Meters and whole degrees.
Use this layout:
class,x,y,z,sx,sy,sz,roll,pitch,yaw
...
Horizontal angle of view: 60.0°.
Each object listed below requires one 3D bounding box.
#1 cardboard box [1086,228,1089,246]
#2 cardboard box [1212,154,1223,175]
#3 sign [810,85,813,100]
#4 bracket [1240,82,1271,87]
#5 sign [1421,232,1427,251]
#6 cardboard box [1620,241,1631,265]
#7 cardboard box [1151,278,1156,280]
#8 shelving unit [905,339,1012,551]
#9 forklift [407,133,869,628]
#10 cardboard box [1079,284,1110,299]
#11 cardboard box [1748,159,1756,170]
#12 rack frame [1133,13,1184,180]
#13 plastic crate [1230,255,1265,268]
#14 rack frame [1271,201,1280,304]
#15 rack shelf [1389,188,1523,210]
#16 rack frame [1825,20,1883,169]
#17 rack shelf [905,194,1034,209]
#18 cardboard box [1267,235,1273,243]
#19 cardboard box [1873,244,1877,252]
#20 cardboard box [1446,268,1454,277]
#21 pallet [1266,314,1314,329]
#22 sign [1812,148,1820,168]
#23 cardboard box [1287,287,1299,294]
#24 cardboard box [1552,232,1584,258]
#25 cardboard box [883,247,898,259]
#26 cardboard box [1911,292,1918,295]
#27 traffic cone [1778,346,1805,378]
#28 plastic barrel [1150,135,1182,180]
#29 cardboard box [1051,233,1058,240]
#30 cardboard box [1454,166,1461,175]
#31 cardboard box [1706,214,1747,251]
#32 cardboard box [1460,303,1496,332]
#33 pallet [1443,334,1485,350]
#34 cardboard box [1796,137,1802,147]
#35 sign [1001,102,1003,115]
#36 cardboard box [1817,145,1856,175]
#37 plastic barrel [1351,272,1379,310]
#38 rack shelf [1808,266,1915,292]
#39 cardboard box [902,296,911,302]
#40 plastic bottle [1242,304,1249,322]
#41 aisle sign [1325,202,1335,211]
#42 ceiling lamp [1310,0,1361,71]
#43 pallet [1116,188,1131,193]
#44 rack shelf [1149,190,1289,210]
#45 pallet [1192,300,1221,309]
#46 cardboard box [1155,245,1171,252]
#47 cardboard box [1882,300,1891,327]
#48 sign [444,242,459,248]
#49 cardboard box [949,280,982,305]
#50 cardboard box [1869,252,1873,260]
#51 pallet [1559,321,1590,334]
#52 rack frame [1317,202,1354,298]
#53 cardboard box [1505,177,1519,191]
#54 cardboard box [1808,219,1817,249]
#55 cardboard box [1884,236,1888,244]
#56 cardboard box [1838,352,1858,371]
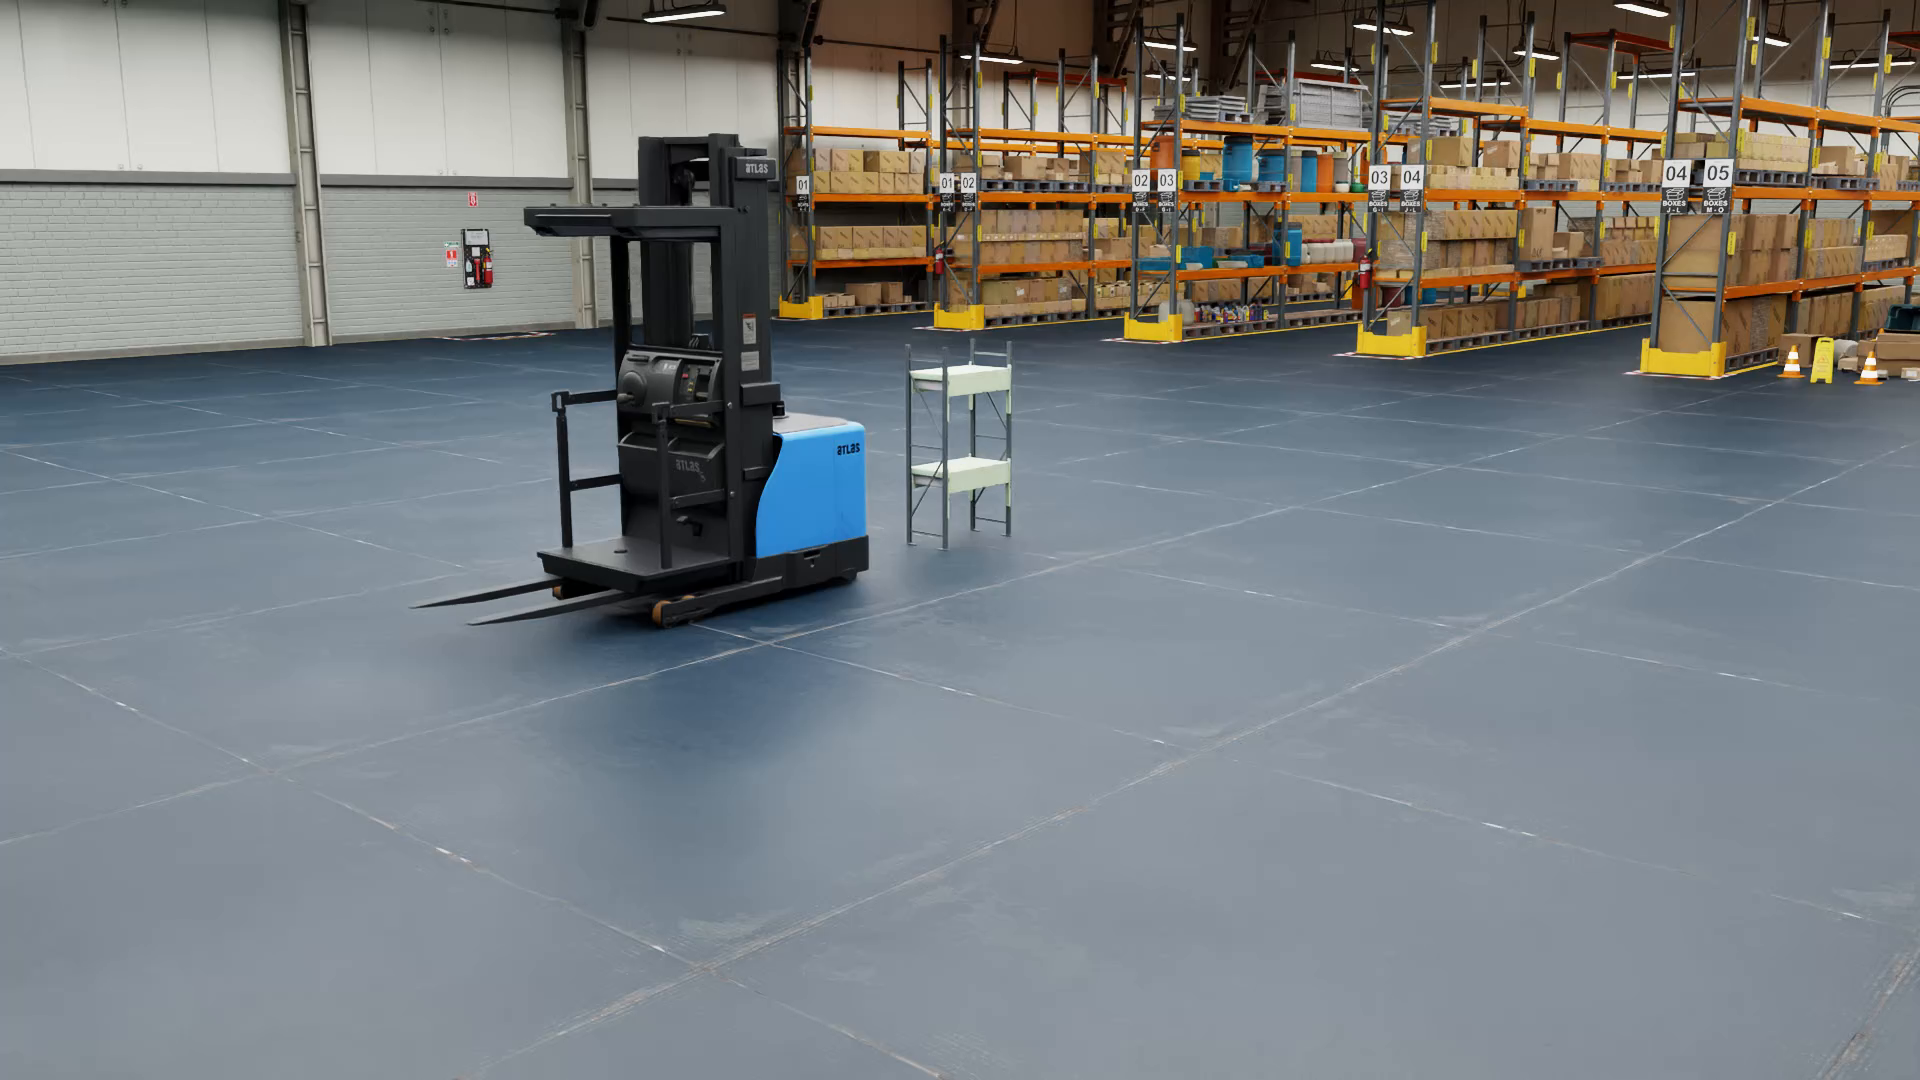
class,x,y,z,sx,sy,sz,roll,pitch,yaw
cardboard box,3.406,-8.332,45.701,0.500,0.500,0.500,10,15,40
cardboard box,6.238,-9.372,41.508,0.500,0.500,0.500,10,15,40
sign,-3.325,-9.980,37.114,0.100,0.325,0.005,10,15,40
bracket,9.677,-14.458,52.933,0.076,0.066,3.189,10,15,40
sign,7.838,-5.044,28.097,0.100,0.325,0.005,10,15,40
cardboard box,13.910,-6.104,35.359,0.500,0.500,0.500,9,15,39
cardboard box,5.434,-7.602,48.424,0.700,0.500,0.500,10,15,42
shelving unit,-0.004,-0.734,12.559,0.431,1.500,0.755,10,15,40
forklift,-1.968,-1.016,10.317,1.130,2.935,3.031,10,15,40
cardboard box,3.091,-5.721,38.211,0.500,0.311,0.500,10,15,41
cardboard box,11.889,-5.720,25.345,0.380,0.149,0.250,10,15,41
rack frame,3.709,-8.272,31.151,1.000,3.000,0.127,10,15,40
plastic crate,5.823,-5.648,33.709,0.499,0.251,0.616,10,15,40
rack frame,7.912,-7.737,43.787,1.000,3.000,0.127,10,15,40
rack shelf,8.750,-6.102,29.783,1.077,0.370,4.000,10,15,40
rack frame,16.367,-8.153,30.555,0.949,2.616,0.053,10,15,40
rack shelf,0.228,-8.612,42.348,1.077,0.370,4.000,10,15,40
cardboard box,8.453,-7.825,43.977,0.500,0.500,0.500,10,15,42
cardboard box,17.357,-5.601,31.907,0.380,0.149,0.250,10,15,41
cardboard box,8.473,-4.722,29.336,0.380,0.149,0.250,10,15,40
pallet,6.839,-4.672,35.562,1.003,0.211,1.213,10,15,40
sign,14.147,-6.314,27.484,0.100,0.325,0.005,10,15,40
cardboard box,8.915,-6.725,44.835,0.380,0.166,0.250,10,15,40
cardboard box,12.091,-5.942,33.475,0.500,0.500,0.700,-9,15,-39
cardboard box,-1.833,-6.879,39.824,0.500,0.250,0.500,10,15,40
cardboard box,20.958,-5.398,36.766,0.380,0.149,0.250,10,15,41
traffic cone,12.506,-2.684,24.968,0.336,0.463,0.334,10,15,40
plastic barrel,3.935,-7.305,31.802,0.600,0.830,0.708,10,15,40
cardboard box,1.940,-6.709,36.734,0.380,0.149,0.250,10,15,40
cardboard box,8.500,-6.438,28.993,0.380,0.149,0.250,10,15,40
cardboard box,11.657,-4.779,25.840,0.875,0.550,0.550,10,15,40
cardboard box,9.776,-4.205,31.414,0.500,0.500,0.500,9,15,39
pallet,8.848,-3.627,30.332,1.003,0.211,1.213,10,15,40
cardboard box,13.394,-6.447,26.949,0.380,0.149,0.250,10,15,40
sign,1.129,-11.337,43.707,0.100,0.325,0.005,10,15,40
cardboard box,15.433,-6.694,29.324,0.500,0.500,0.500,10,15,40
plastic barrel,9.300,-5.723,38.175,0.600,0.830,0.708,10,15,40
rack shelf,17.690,-5.152,32.684,1.077,0.370,4.000,10,15,40
cardboard box,-1.423,-5.943,40.919,0.380,0.166,0.250,7,14,33
plastic bottle,5.801,-4.628,33.861,0.144,0.351,0.185,10,15,40
aisle sign,10.377,-9.648,46.720,0.394,0.787,0.004,10,15,40
ceiling lamp,9.389,-13.068,40.261,0.800,3.185,2.000,10,15,40
pallet,4.737,-9.923,47.302,1.003,0.211,1.213,10,15,40
rack shelf,5.030,-6.742,32.989,1.077,0.370,4.000,10,15,40
pallet,5.793,-5.886,41.640,1.003,0.211,1.213,10,15,40
cardboard box,4.999,-7.056,40.610,0.500,0.311,0.500,11,16,44
cardboard box,18.030,-4.487,32.830,0.500,0.500,0.500,9,15,39
sign,-9.974,-5.793,32.614,0.001,0.109,0.331,10,15,40
cardboard box,0.121,-5.314,35.690,0.500,0.500,0.500,10,15,40
cardboard box,17.172,-5.412,31.719,0.380,0.149,0.250,11,16,43
pallet,12.194,-4.384,34.124,1.003,0.211,1.213,10,15,40
rack frame,10.553,-8.325,46.734,1.000,3.000,0.127,10,15,40
cardboard box,9.965,-6.575,30.695,0.500,0.250,0.500,11,15,42
cardboard box,14.391,-5.311,28.836,0.700,0.500,0.500,9,15,39
cardboard box,17.854,-5.858,32.431,0.380,0.149,0.250,9,15,40
cardboard box,13.978,-2.790,26.003,0.258,0.266,0.396,-9,14,-38
